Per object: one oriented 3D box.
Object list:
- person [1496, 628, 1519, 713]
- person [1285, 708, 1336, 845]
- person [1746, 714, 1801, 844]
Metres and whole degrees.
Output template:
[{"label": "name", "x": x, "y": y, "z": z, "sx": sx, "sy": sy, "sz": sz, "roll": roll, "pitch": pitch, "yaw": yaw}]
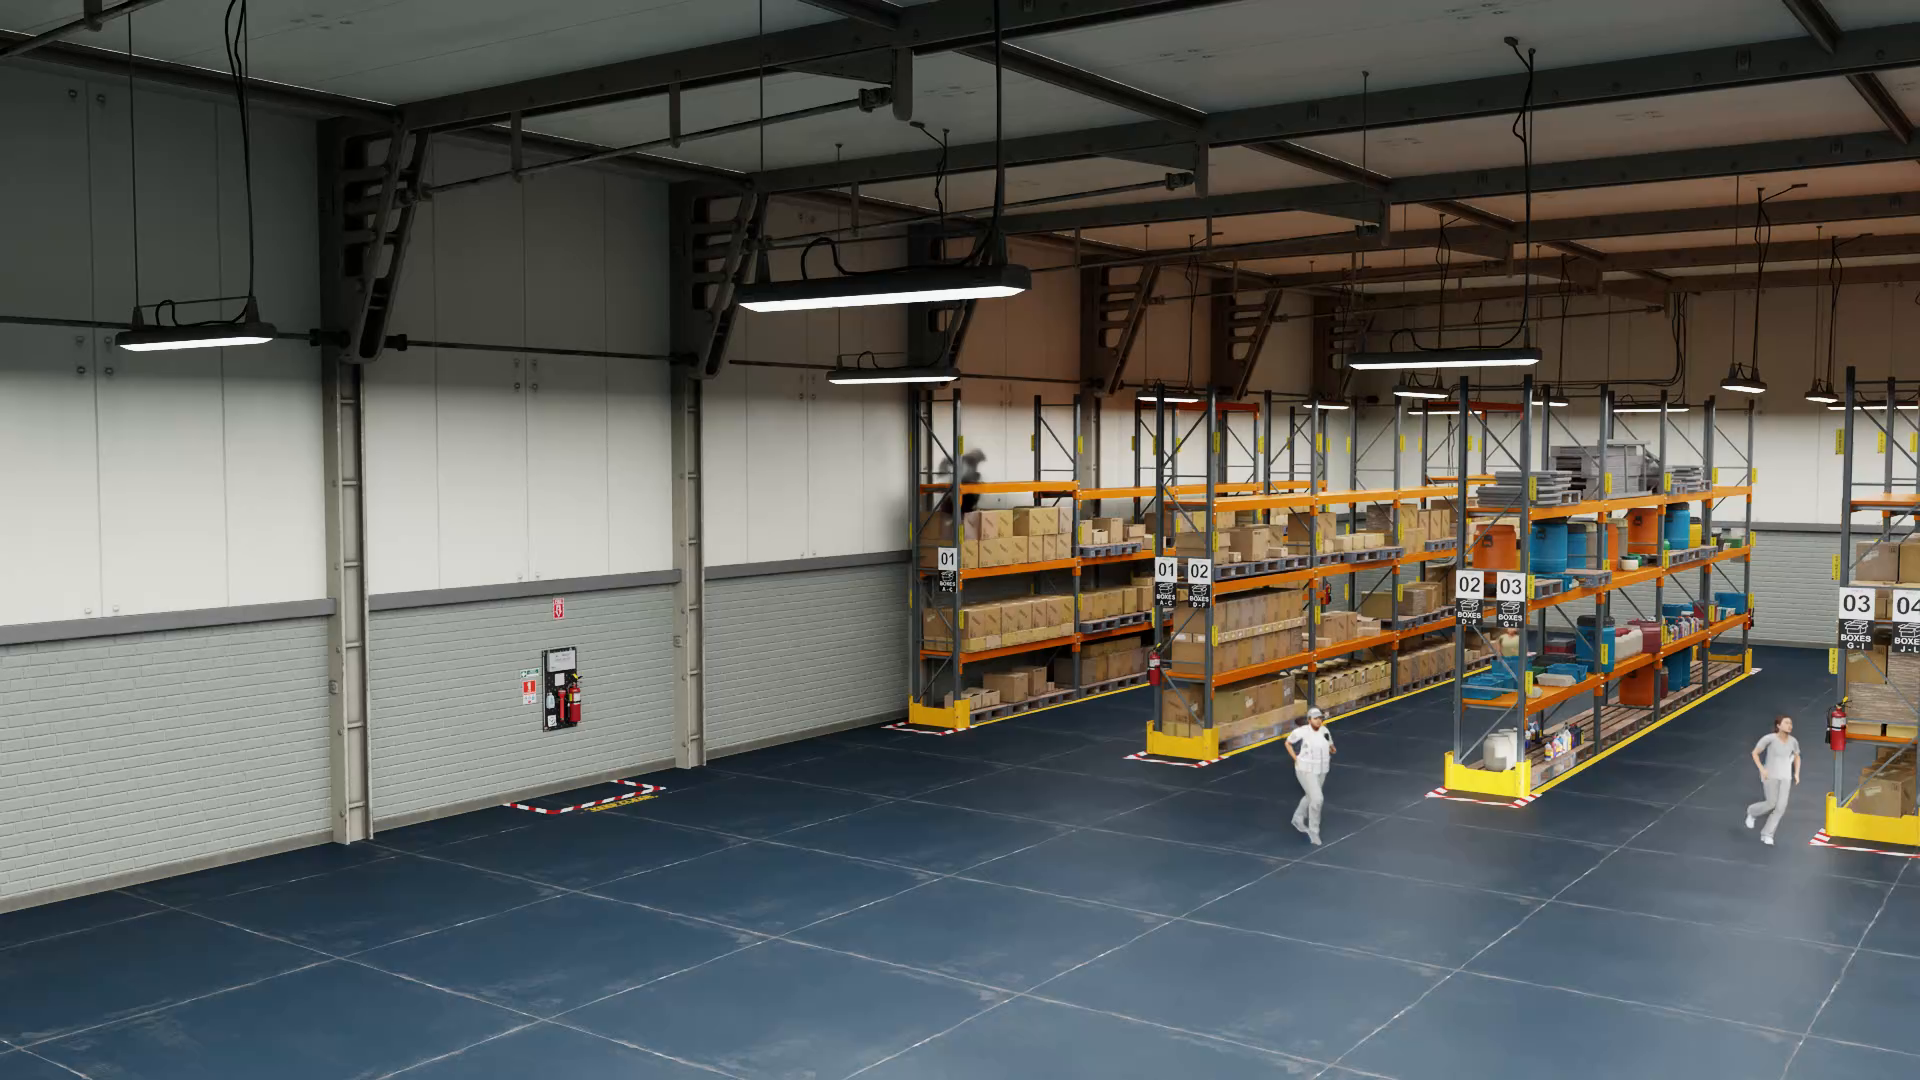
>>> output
[{"label": "person", "x": 10.370, "y": 2.382, "z": 31.330, "sx": 0.544, "sy": 1.727, "sz": 0.721, "roll": 1, "pitch": 4, "yaw": 23}, {"label": "person", "x": 4.487, "y": 2.991, "z": 21.147, "sx": 0.574, "sy": 1.728, "sz": 0.754, "roll": -2, "pitch": 4, "yaw": -28}, {"label": "person", "x": 10.348, "y": 2.999, "z": 21.017, "sx": 0.603, "sy": 1.598, "sz": 0.639, "roll": 0, "pitch": 3, "yaw": -2}]
